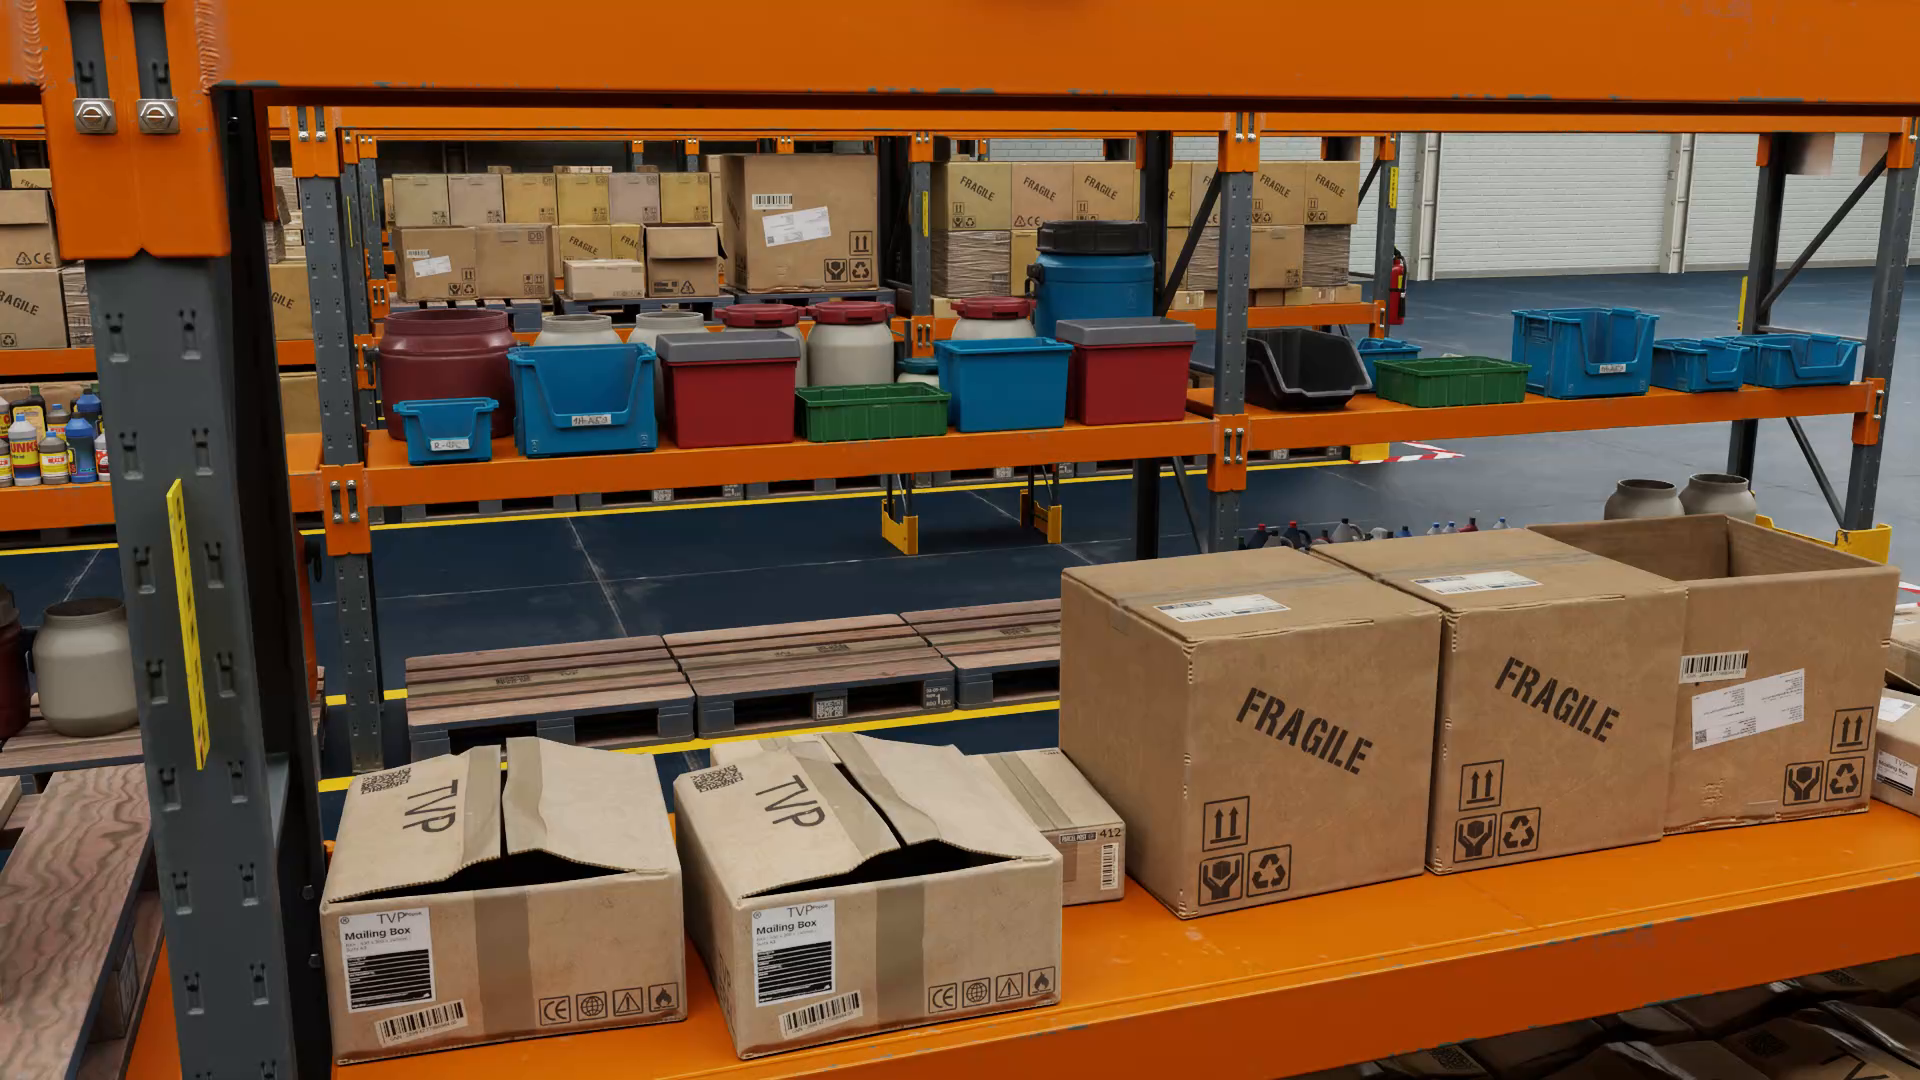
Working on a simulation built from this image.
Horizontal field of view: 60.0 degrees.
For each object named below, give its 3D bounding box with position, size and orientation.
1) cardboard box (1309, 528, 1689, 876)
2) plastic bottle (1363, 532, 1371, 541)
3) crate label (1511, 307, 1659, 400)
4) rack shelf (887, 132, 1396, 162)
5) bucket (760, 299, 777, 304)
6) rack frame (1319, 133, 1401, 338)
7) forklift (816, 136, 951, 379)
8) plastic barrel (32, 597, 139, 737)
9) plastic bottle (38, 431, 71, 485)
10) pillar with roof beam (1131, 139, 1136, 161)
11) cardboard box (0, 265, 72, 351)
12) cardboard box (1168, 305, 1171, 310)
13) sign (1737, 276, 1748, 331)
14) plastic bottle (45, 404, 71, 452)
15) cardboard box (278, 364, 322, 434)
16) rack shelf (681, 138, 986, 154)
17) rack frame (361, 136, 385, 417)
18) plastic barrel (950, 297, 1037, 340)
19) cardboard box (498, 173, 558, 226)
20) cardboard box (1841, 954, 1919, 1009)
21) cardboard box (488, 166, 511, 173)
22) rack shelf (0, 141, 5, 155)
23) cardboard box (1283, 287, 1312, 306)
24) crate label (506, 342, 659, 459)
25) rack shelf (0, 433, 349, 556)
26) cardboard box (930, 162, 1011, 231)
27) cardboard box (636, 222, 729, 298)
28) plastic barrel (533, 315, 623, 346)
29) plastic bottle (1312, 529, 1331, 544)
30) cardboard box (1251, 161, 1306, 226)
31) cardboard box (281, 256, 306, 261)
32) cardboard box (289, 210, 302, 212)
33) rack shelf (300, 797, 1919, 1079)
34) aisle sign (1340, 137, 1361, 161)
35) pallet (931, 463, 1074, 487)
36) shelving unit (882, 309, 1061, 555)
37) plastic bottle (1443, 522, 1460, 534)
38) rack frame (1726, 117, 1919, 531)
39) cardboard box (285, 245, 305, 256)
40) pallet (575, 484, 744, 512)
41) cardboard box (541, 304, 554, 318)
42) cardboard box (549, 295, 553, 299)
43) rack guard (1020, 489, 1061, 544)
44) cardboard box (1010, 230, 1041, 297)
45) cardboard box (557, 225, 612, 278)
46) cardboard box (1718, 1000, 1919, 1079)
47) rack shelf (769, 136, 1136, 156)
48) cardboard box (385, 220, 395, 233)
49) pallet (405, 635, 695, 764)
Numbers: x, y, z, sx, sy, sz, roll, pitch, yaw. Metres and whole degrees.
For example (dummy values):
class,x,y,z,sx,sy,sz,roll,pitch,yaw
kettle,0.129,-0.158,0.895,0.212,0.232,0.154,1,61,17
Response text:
class,x,y,z,sx,sy,sz,roll,pitch,yaw
cardboard box,1.012,0.289,3.230,0.500,0.500,0.500,-4,14,-18
plastic bottle,2.207,0.101,9.154,0.133,0.283,0.061,-4,14,-18
crate label,3.276,-0.995,8.768,0.616,0.435,0.502,-4,14,-18
rack shelf,1.459,-3.221,13.275,4.000,0.370,1.077,-4,14,-18
bucket,-2.529,-2.722,19.894,0.620,0.611,0.726,-9,13,4
rack frame,3.355,-2.259,14.160,0.127,3.000,1.000,-4,14,-18
forklift,-0.877,-2.478,15.228,3.031,2.935,1.130,-4,14,-18
plastic barrel,-3.613,0.524,6.925,0.421,0.512,0.421,0,13,0
plastic bottle,-3.506,-0.320,6.434,0.097,0.201,0.097,0,13,0
pillar with roof beam,4.720,-8.085,25.686,0.400,9.000,9.100,-4,14,-18
cardboard box,-6.064,-1.515,10.814,0.500,0.500,0.500,-4,14,-17
cardboard box,1.503,-1.934,13.334,0.250,0.149,0.380,-4,14,-18
sign,4.763,-1.429,10.070,0.005,0.325,0.100,-4,14,-18
plastic bottle,-3.845,-0.479,7.102,0.097,0.201,0.097,0,13,0
cardboard box,-4.888,-0.793,11.680,0.875,0.875,1.225,-5,14,-21
rack shelf,-1.702,-5.395,22.413,4.000,0.370,1.077,-4,14,-18
rack frame,-5.714,-2.764,16.282,0.127,3.000,1.000,-4,14,-18
plastic barrel,0.166,-0.922,8.241,0.433,0.535,0.433,0,13,0
cardboard box,-4.321,-3.406,16.605,0.500,0.500,0.700,-5,14,-19
cardboard box,2.248,1.045,4.090,0.500,0.311,0.500,-4,14,-18
cardboard box,-5.928,-4.738,21.413,0.250,0.149,0.380,-5,14,-21
rack shelf,-13.075,-4.509,18.690,4.000,0.370,1.077,-4,14,-18
cardboard box,2.693,-2.023,13.708,0.250,0.149,0.380,-4,14,-18
crate label,-1.620,-0.614,7.166,0.616,0.435,0.502,-4,14,-18
rack shelf,-4.544,-0.085,6.573,4.000,0.370,1.077,-4,14,-18
cardboard box,0.071,-2.622,12.662,0.500,0.500,0.500,-4,14,-18
cardboard box,-2.050,-2.071,12.235,0.637,0.503,0.797,-3,14,-12
plastic barrel,-1.741,-0.760,7.614,0.421,0.512,0.421,0,13,0
plastic bottle,1.985,0.083,9.229,0.133,0.283,0.061,-3,14,-14
cardboard box,2.440,-2.806,13.439,0.500,0.500,0.500,-4,14,-18
cardboard box,-4.775,-1.742,11.766,0.500,0.500,0.500,-4,14,-16
cardboard box,-6.467,-3.124,16.143,0.250,0.149,0.380,-5,14,-20
rack shelf,0.824,0.706,3.246,4.000,0.370,1.077,-4,14,-18
aisle sign,3.318,-3.595,14.155,0.004,0.787,0.394,-4,14,-18
pallet,0.189,-0.665,13.482,1.213,0.211,1.003,-4,14,-18
shelving unit,0.072,-0.735,10.993,1.083,1.500,0.587,-4,14,-18
plastic bottle,2.792,0.031,9.476,0.097,0.271,0.097,0,13,0
rack frame,4.934,-1.173,9.593,0.127,3.000,1.000,-4,14,-18
cardboard box,-6.271,-2.691,15.611,0.250,0.149,0.380,-4,14,-18
pallet,-2.332,-0.459,12.616,1.213,0.211,1.003,-4,14,-18
cardboard box,-4.280,-1.965,16.874,0.750,0.750,1.050,-4,14,-17
cardboard box,-6.413,-4.179,26.452,0.625,0.625,0.875,-5,14,-19
rack guard,0.544,-0.164,11.292,0.087,0.250,0.587,-4,14,-18
cardboard box,0.495,-2.206,13.078,0.500,0.500,0.875,-4,14,-18
cardboard box,-3.770,-2.898,16.630,0.500,0.500,0.500,-5,14,-19
cardboard box,1.936,1.202,3.431,0.500,0.311,0.500,-4,14,-16
rack shelf,-0.027,-4.316,17.880,4.000,0.370,1.077,-4,14,-18
cardboard box,-7.021,-3.908,20.725,0.250,0.149,0.380,-5,14,-21
pallet,-1.901,0.725,7.638,1.213,0.211,1.003,-4,14,-18
